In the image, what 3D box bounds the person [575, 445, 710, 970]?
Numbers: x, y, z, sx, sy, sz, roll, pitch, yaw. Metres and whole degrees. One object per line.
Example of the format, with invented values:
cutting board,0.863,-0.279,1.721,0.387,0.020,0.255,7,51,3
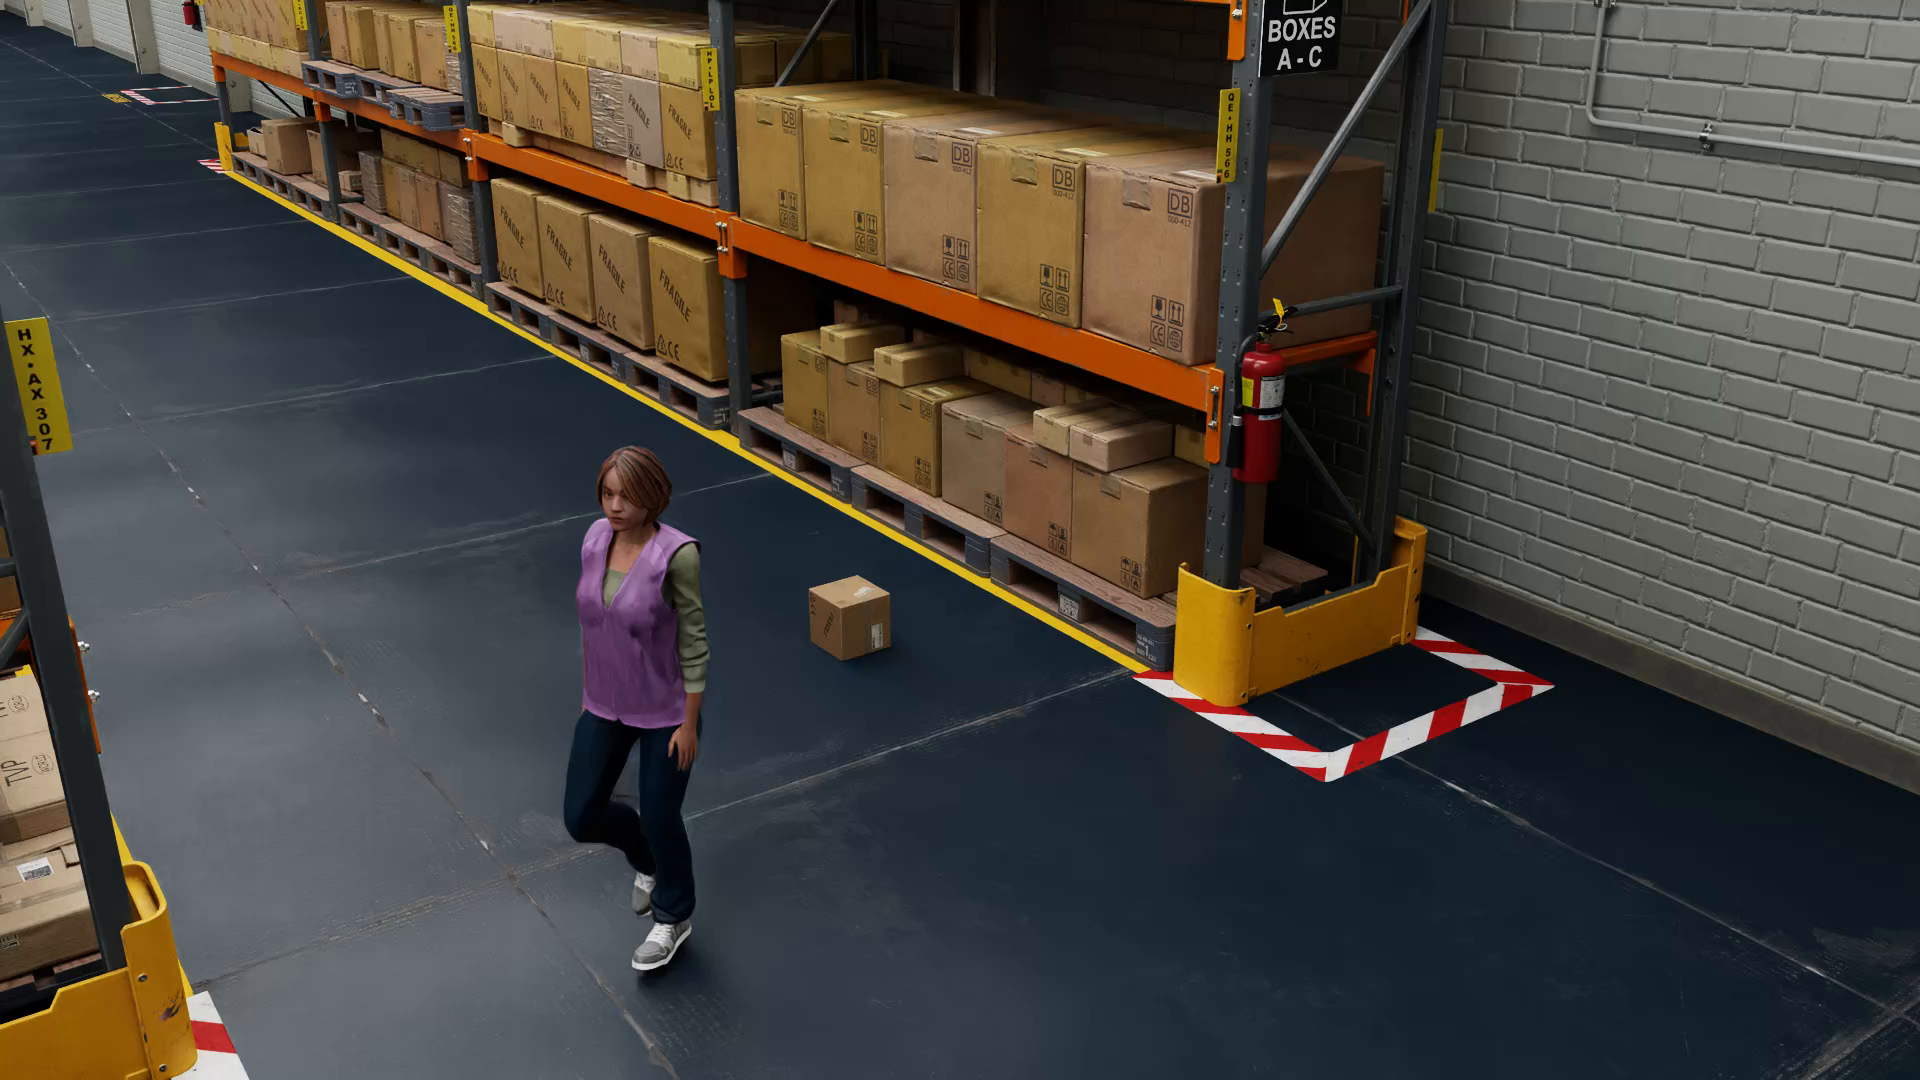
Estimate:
person,-0.904,0.485,4.802,0.439,1.595,0.382,9,23,21
